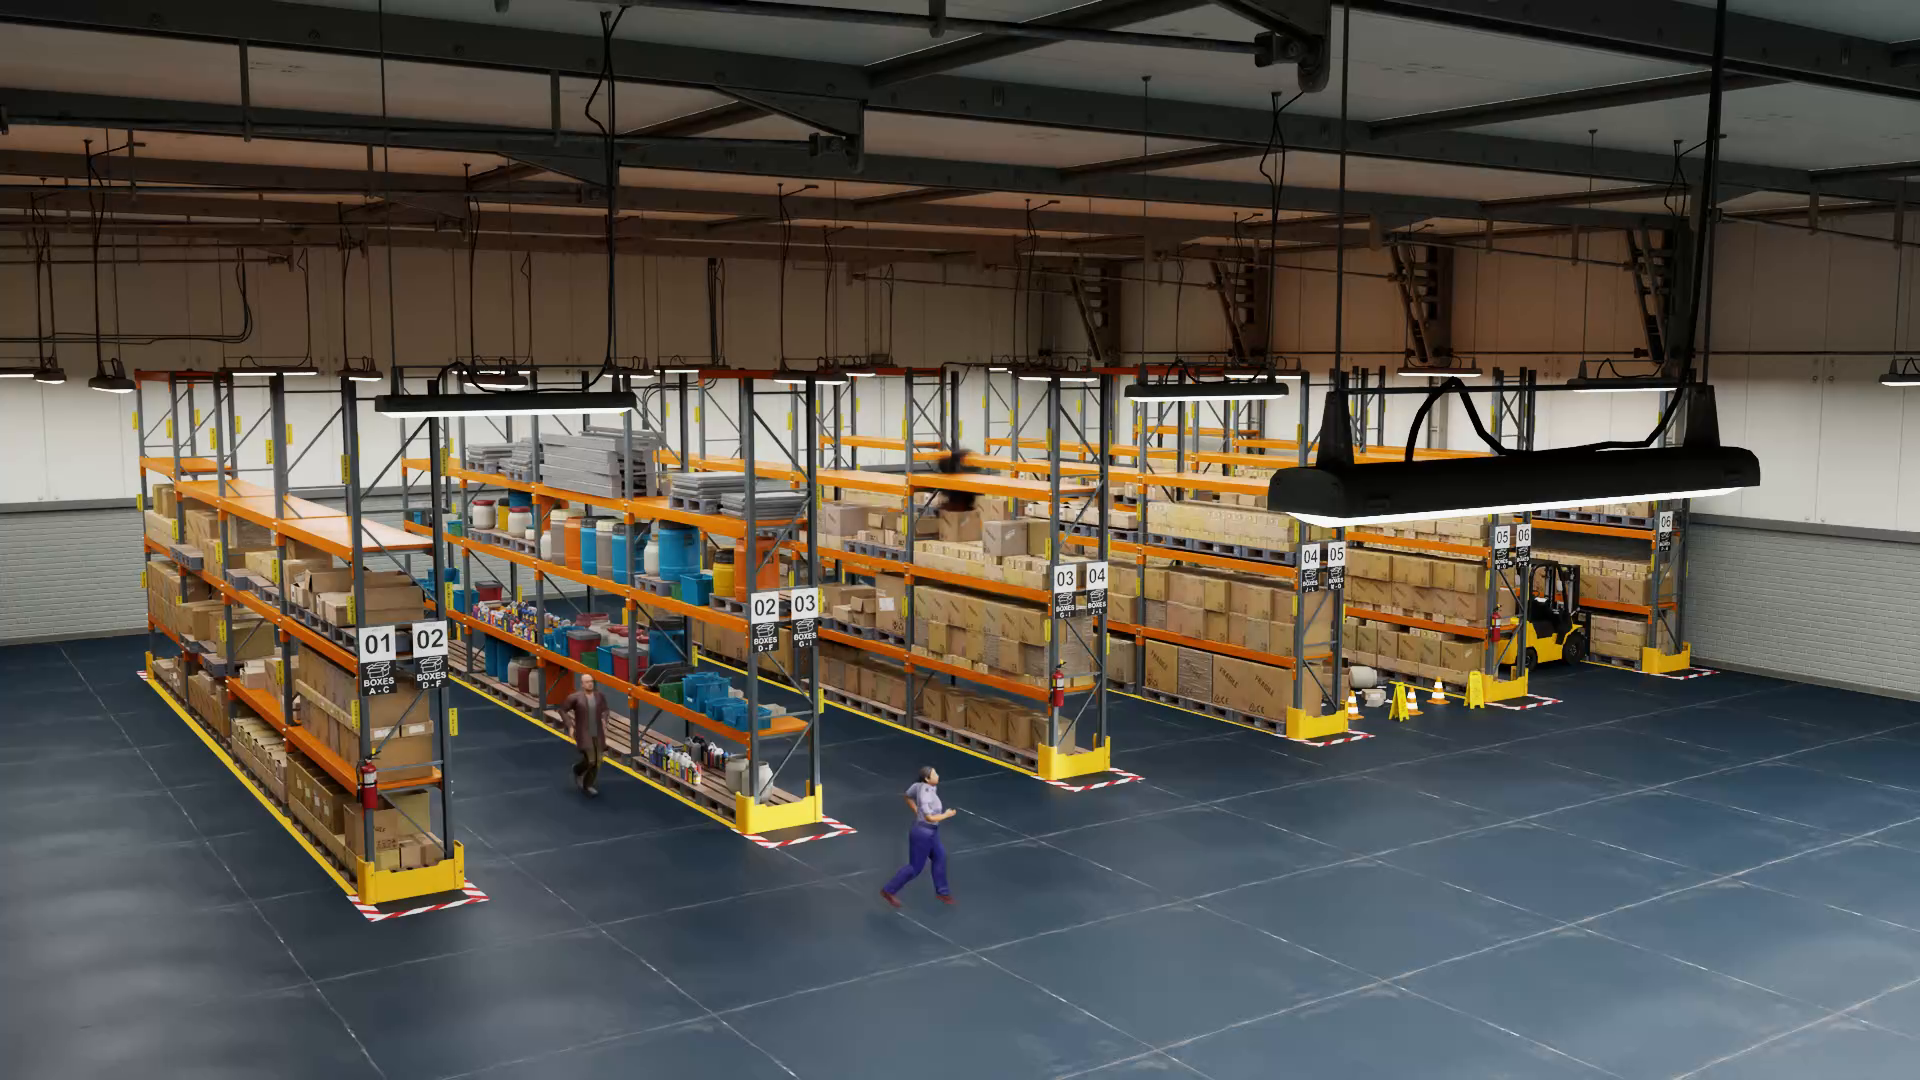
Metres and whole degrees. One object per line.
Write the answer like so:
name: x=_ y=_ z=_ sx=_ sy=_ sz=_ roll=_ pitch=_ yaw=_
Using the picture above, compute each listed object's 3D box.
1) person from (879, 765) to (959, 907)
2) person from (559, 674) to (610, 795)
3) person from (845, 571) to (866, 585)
person: x=-0.465 y=3.390 z=18.935 sx=0.922 sy=1.685 sz=0.613 roll=-1 pitch=6 yaw=-5
person: x=-5.297 y=2.789 z=23.793 sx=0.702 sy=1.738 sz=0.627 roll=-5 pitch=8 yaw=-39
person: x=-2.725 y=0.702 z=42.330 sx=0.863 sy=1.706 sz=0.772 roll=3 pitch=7 yaw=24
